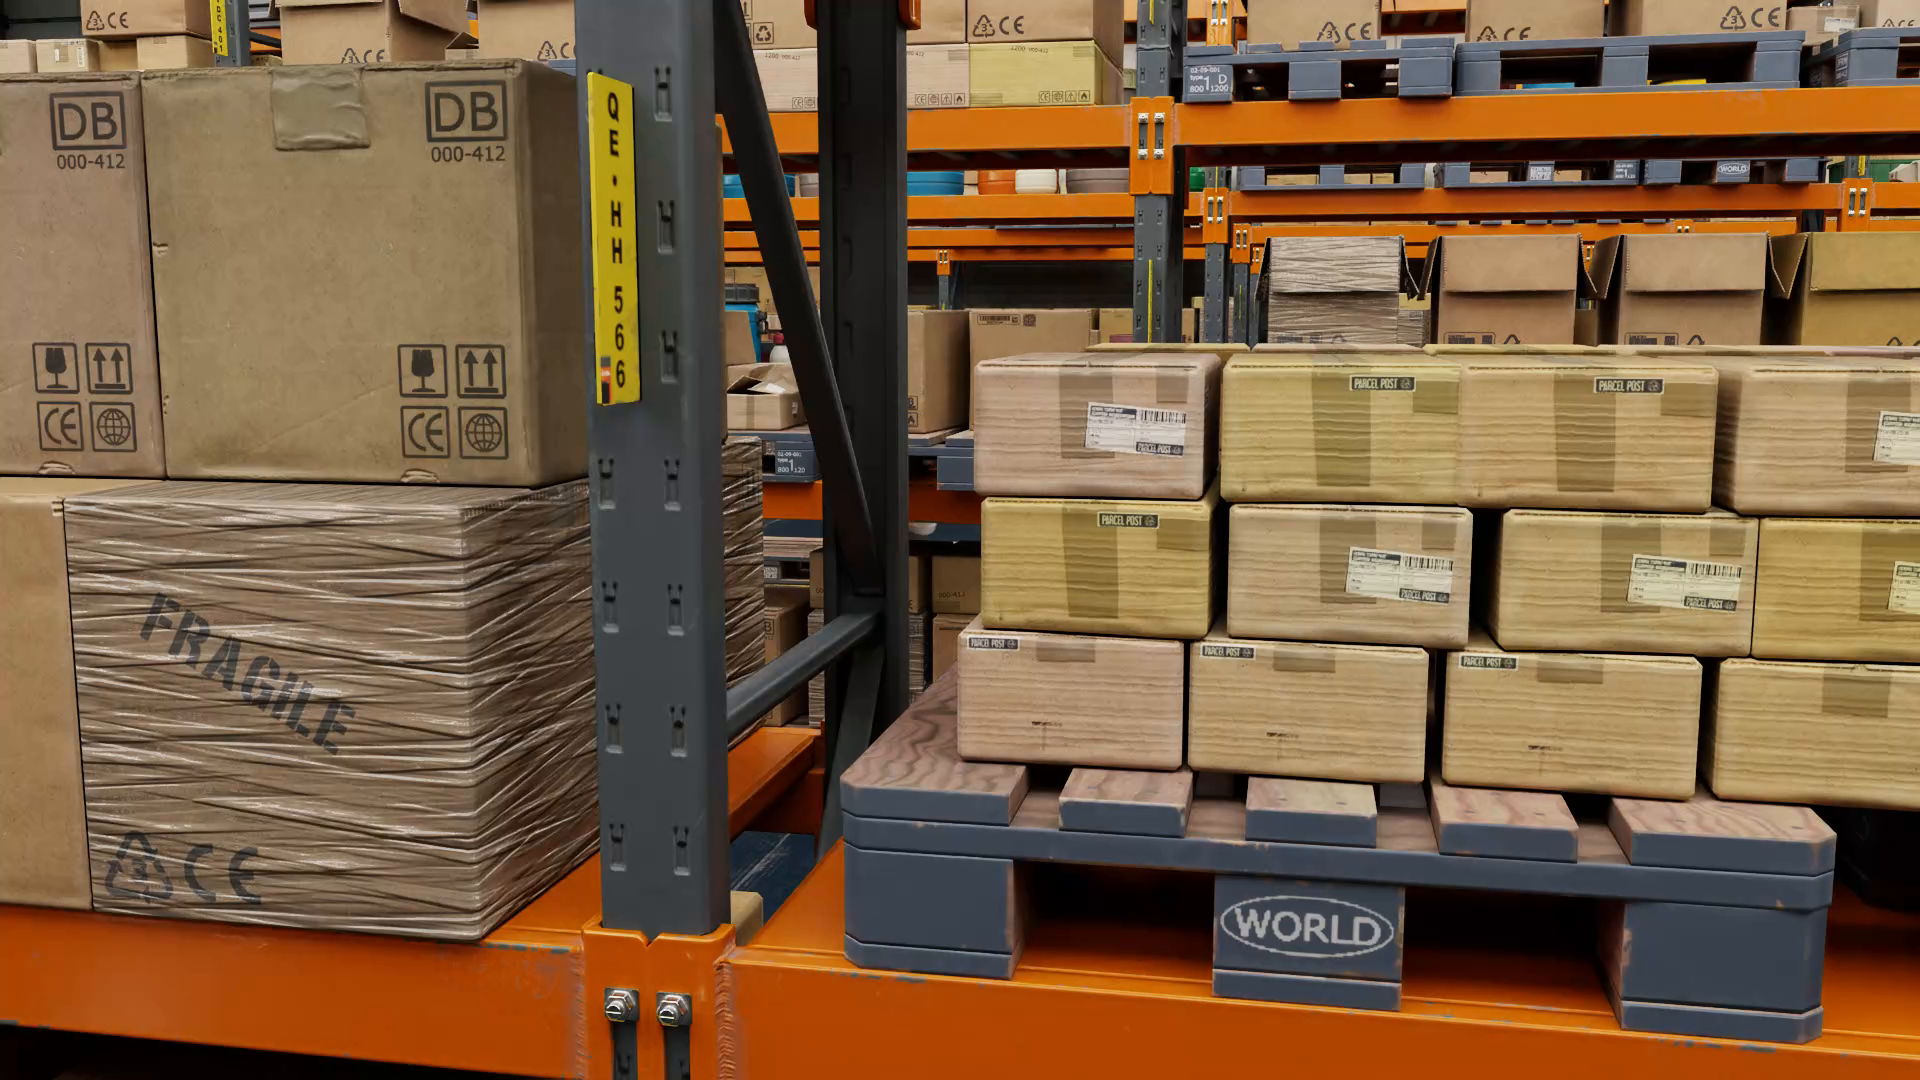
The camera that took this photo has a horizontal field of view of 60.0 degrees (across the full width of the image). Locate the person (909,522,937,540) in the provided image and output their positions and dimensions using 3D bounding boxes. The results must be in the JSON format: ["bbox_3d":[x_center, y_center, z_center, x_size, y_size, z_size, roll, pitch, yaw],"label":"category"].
[{"bbox_3d":[-0.341,-0.073,8.768,0.457,1.761,0.626,2,8,11],"label":"person"}]
